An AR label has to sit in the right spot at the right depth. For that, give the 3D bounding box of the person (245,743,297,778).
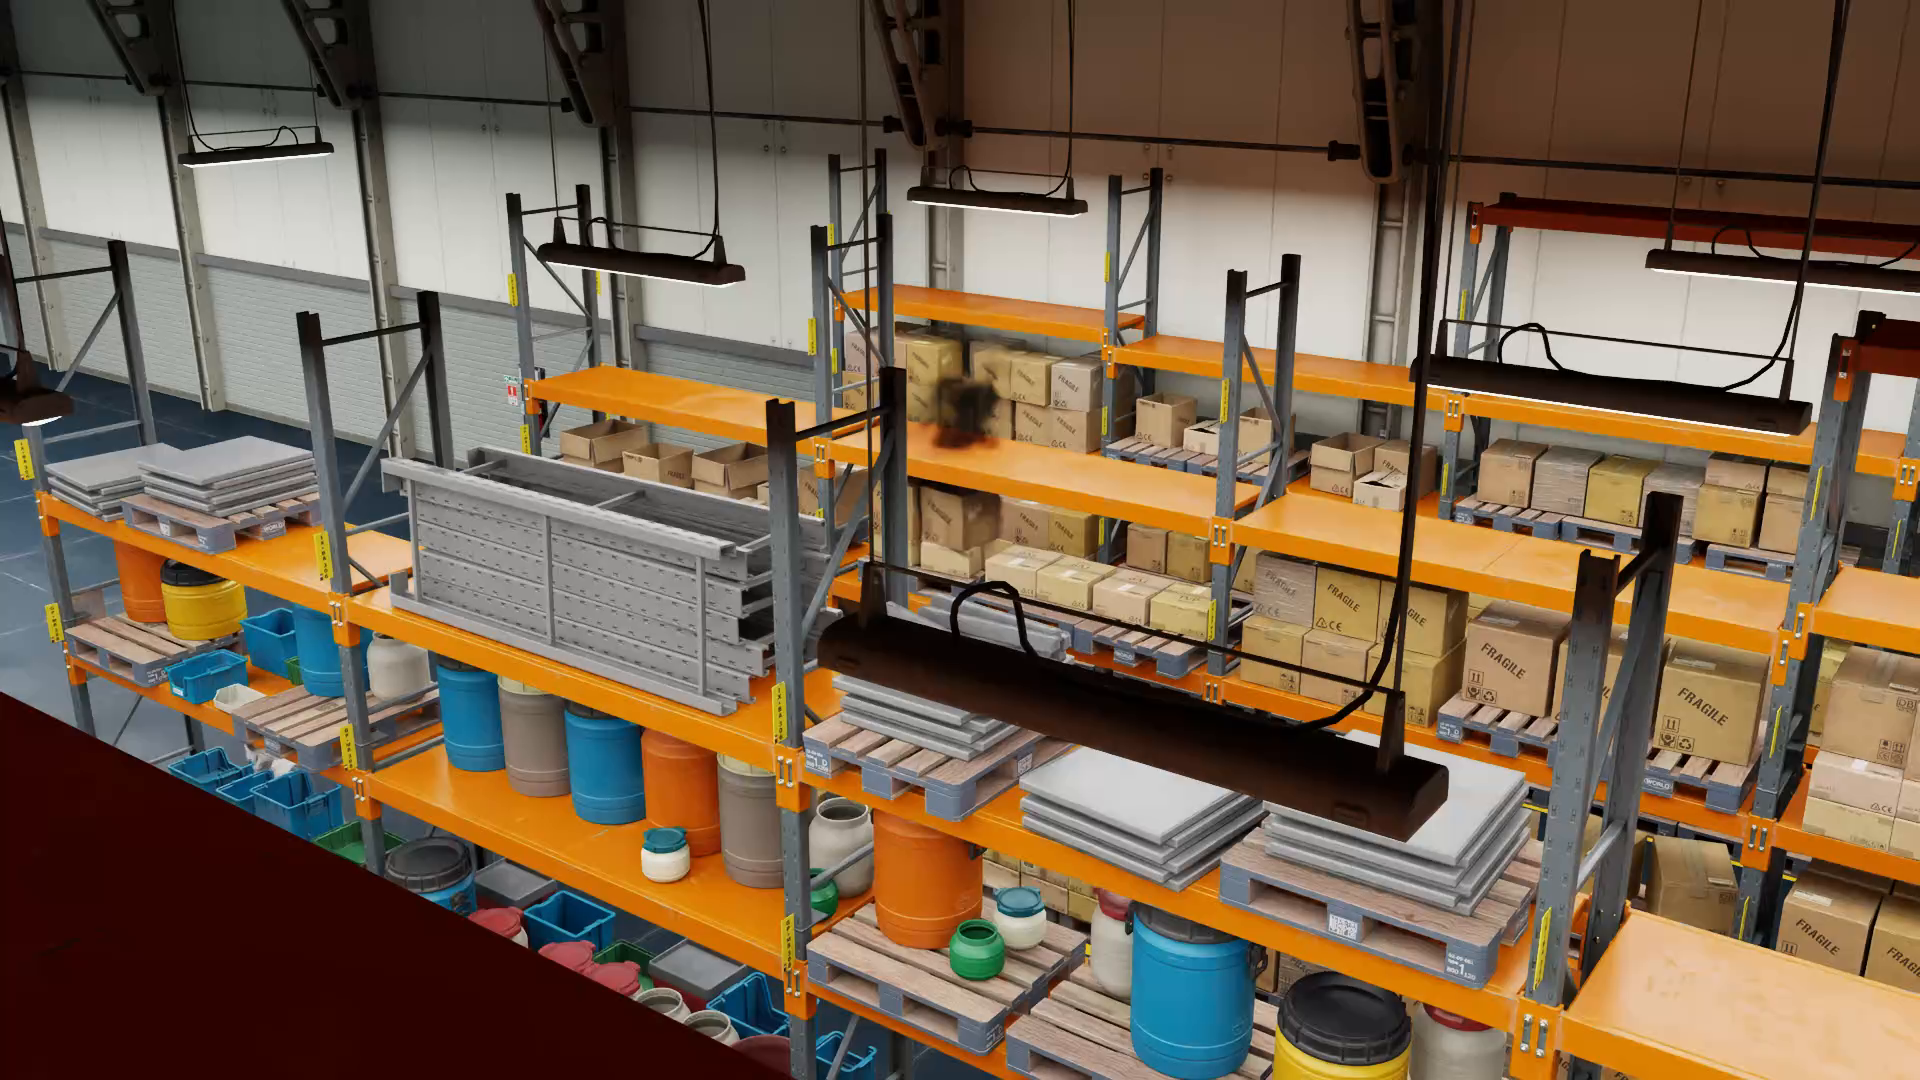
[{"bbox_3d":[-6.547,2.191,15.795,0.953,1.740,0.722,3,19,10],"label":"person"}]
